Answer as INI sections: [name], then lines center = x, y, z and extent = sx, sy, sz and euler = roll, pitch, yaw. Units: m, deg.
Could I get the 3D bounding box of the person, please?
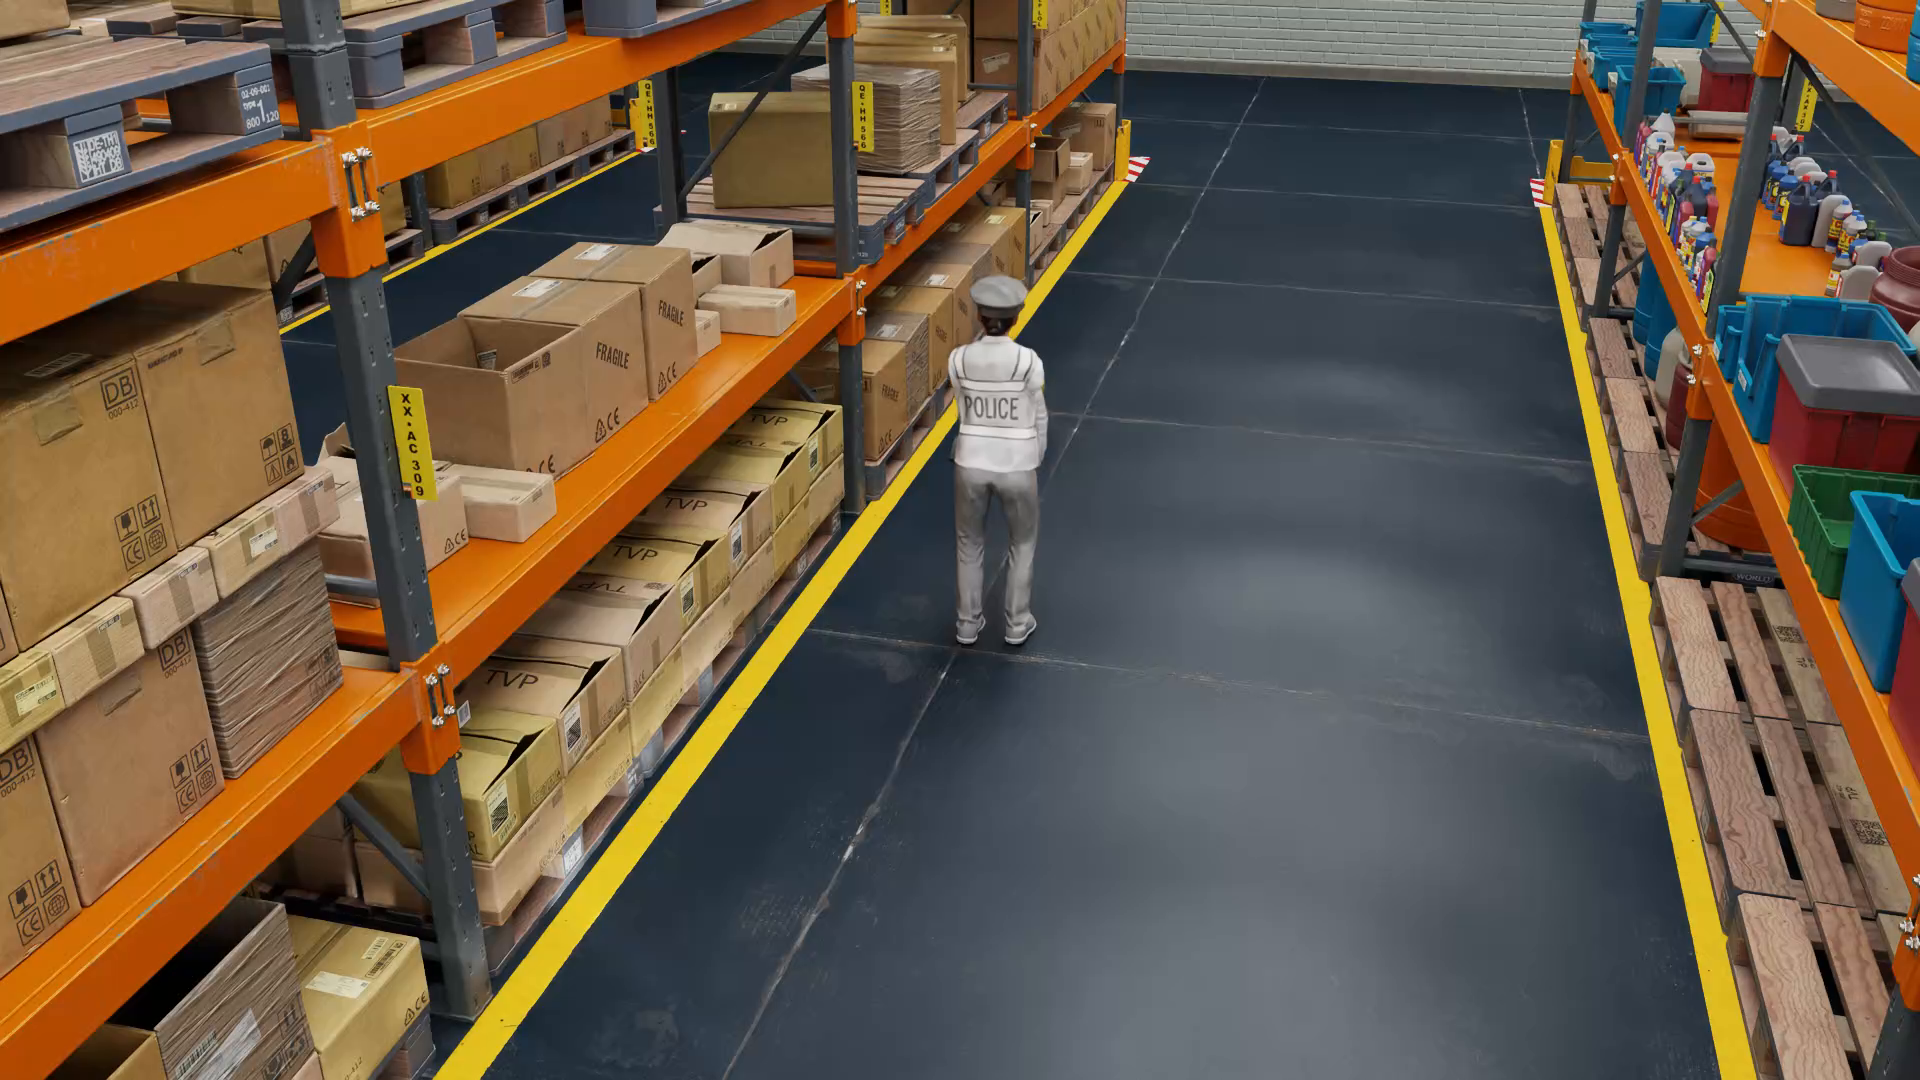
[person]
center = 0.165, -0.337, 7.326
extent = 0.417, 1.664, 0.542
euler = 5, 26, 11
